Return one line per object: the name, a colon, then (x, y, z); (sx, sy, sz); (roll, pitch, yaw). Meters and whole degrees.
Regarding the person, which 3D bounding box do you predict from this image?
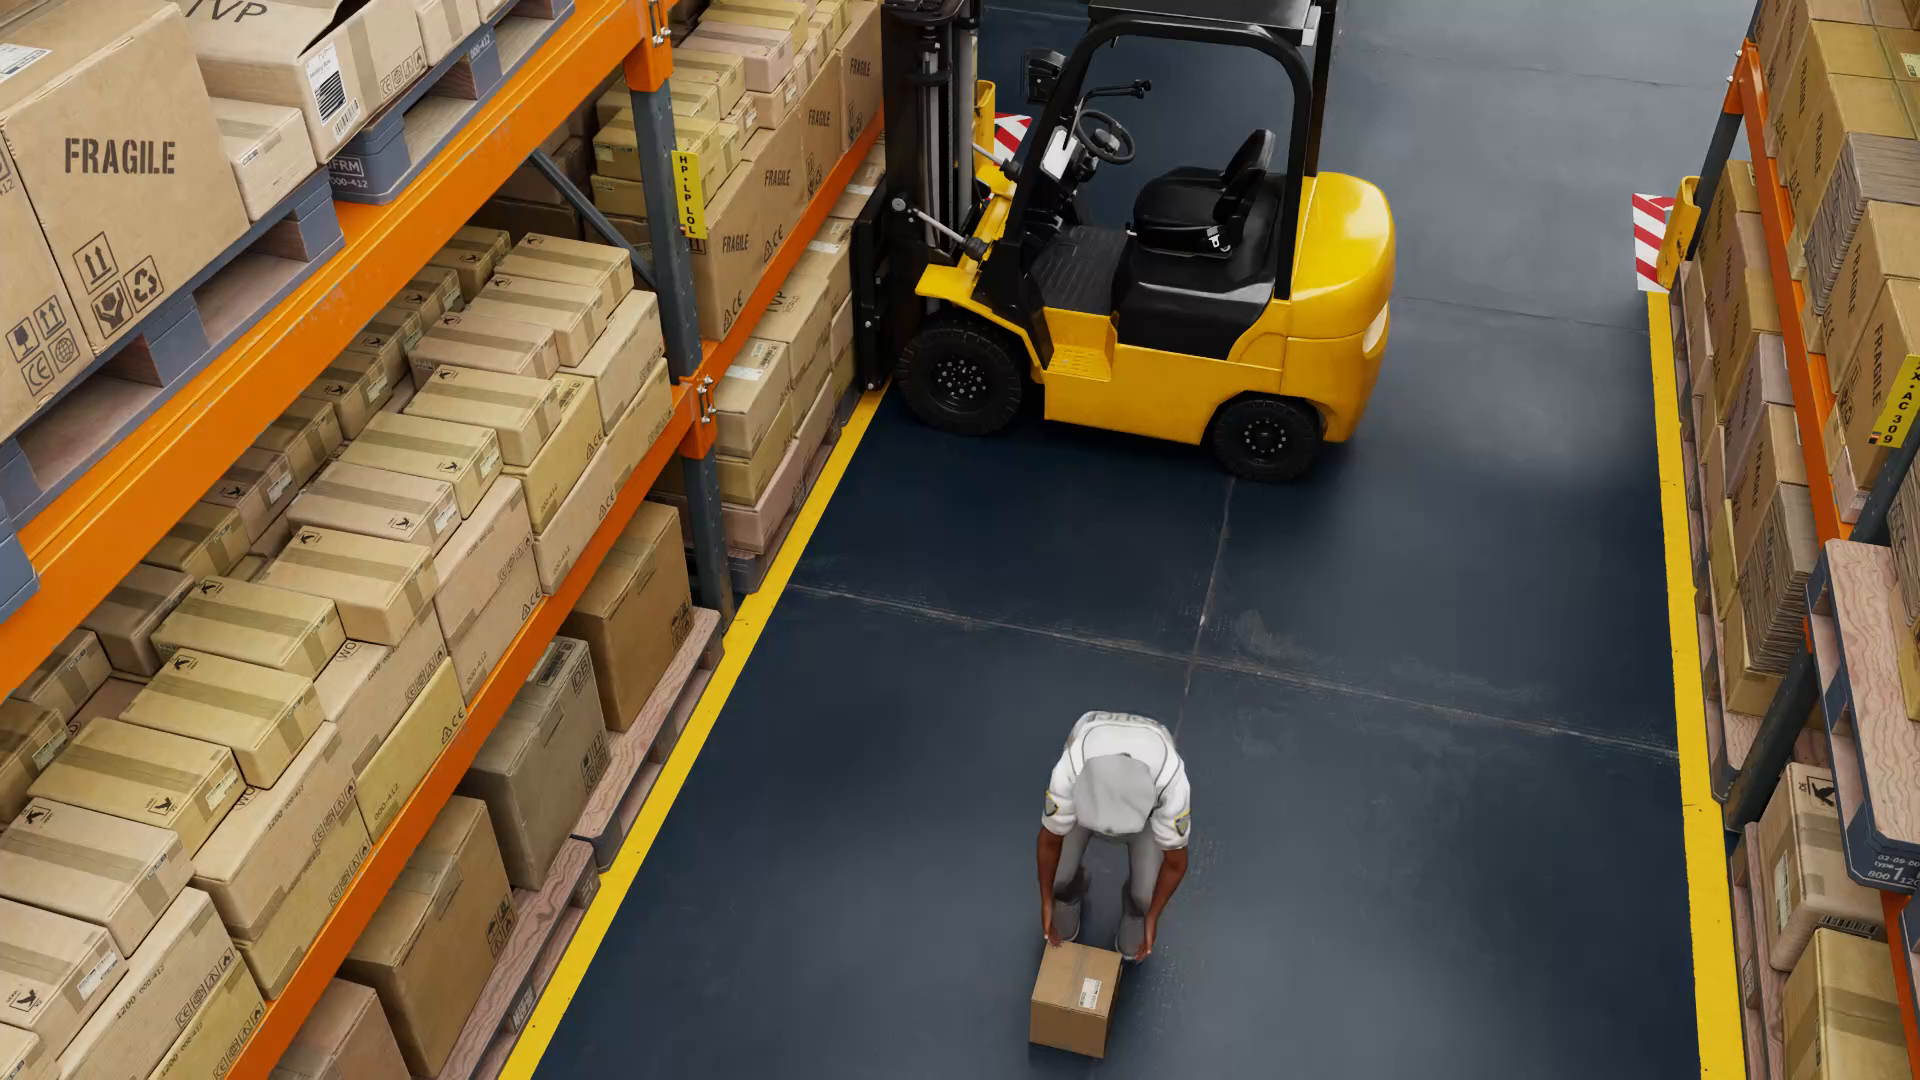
person: (0.518, 0.952, 5.458); (0.495, 1.162, 0.811); (10, 42, 11)
